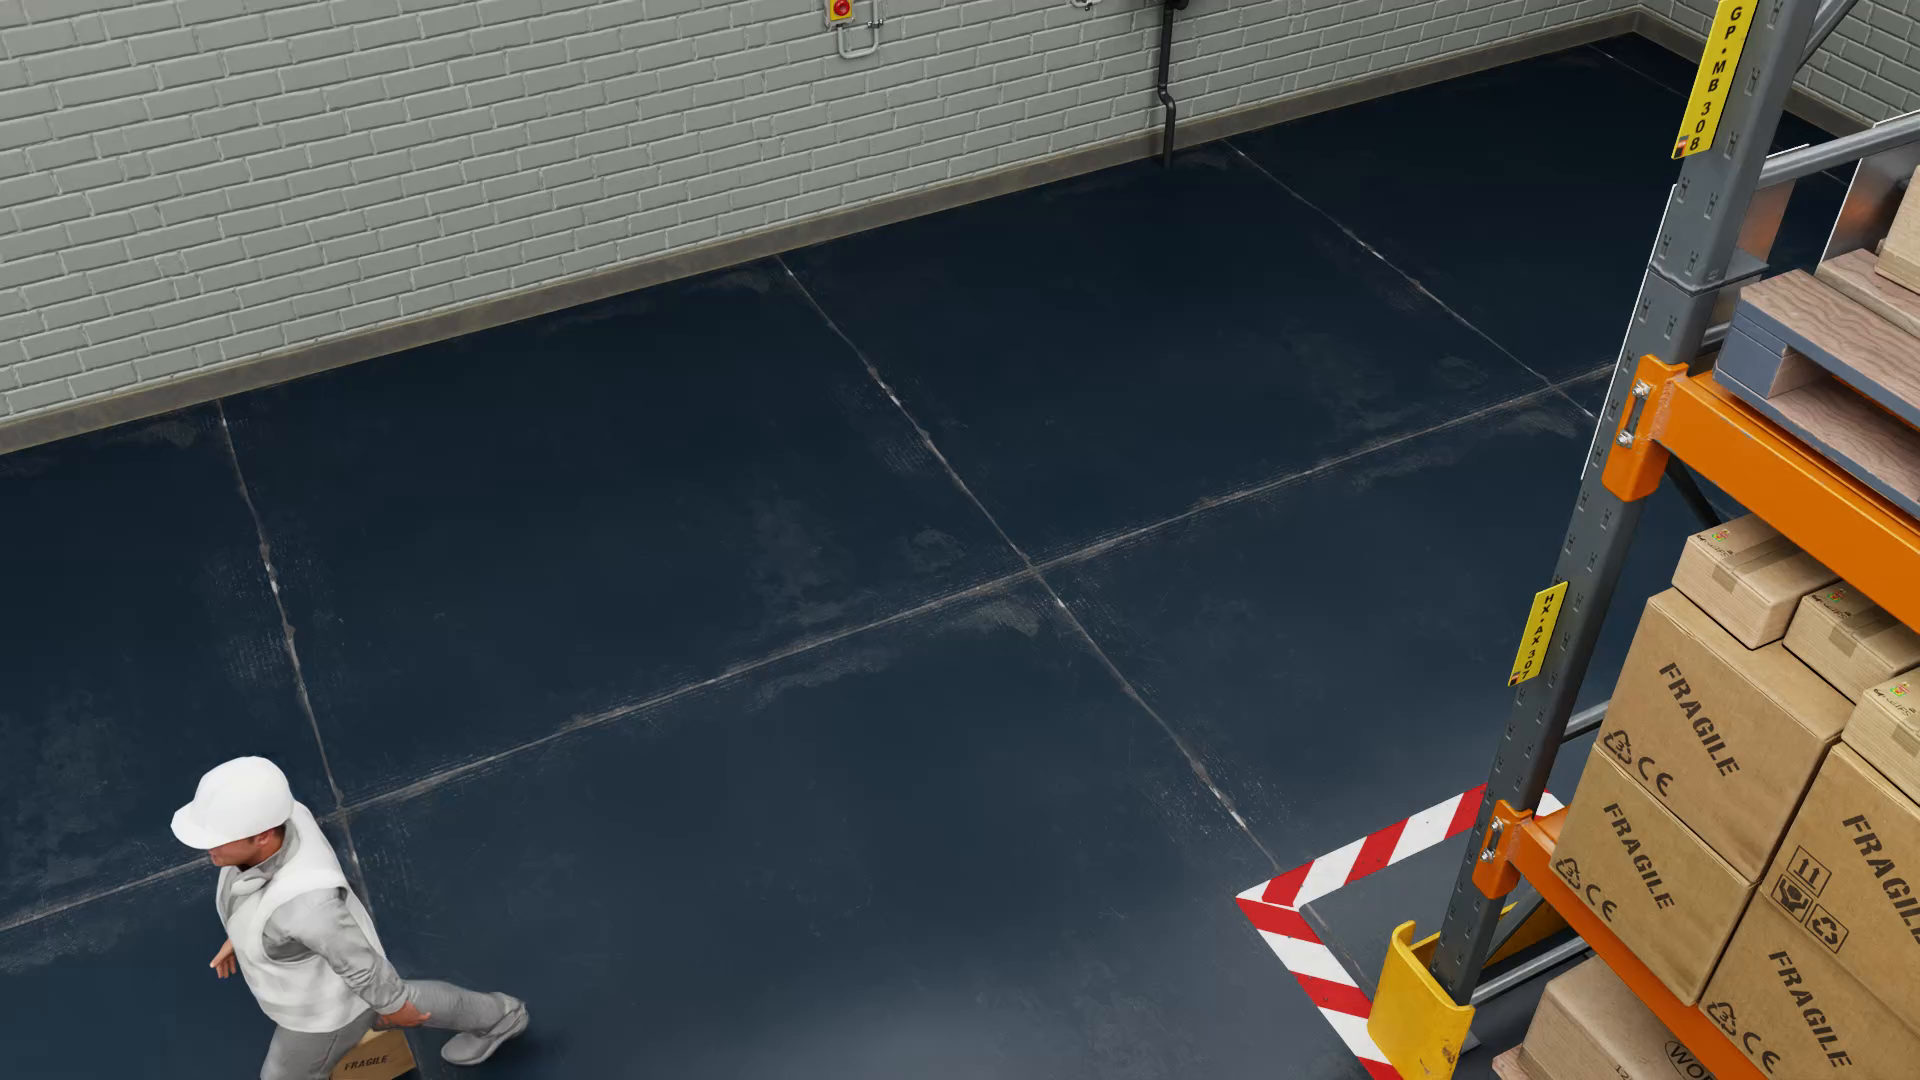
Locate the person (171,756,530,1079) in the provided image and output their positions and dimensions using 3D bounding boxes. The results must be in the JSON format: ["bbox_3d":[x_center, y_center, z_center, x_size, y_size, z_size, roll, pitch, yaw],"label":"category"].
[{"bbox_3d":[-1.824,1.217,4.743,1.030,1.728,0.557,-21,45,-22],"label":"person"}]
